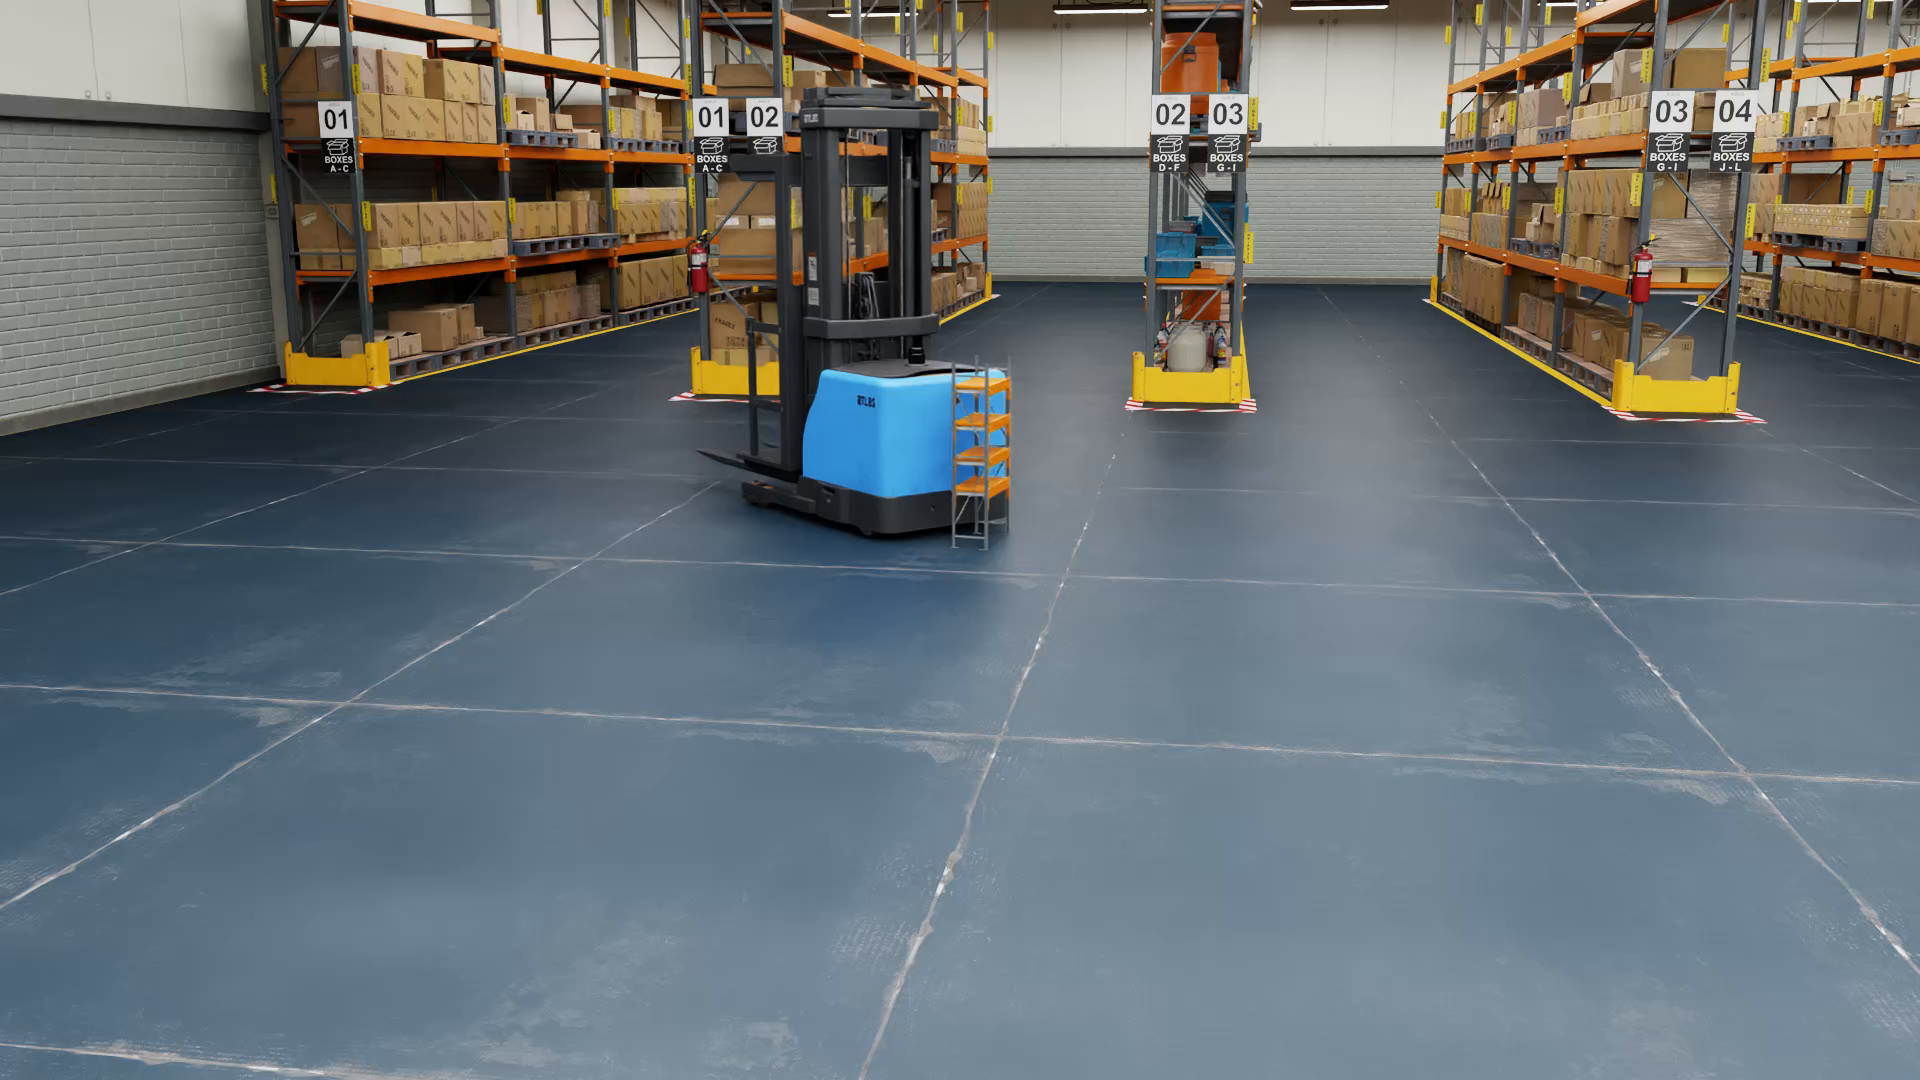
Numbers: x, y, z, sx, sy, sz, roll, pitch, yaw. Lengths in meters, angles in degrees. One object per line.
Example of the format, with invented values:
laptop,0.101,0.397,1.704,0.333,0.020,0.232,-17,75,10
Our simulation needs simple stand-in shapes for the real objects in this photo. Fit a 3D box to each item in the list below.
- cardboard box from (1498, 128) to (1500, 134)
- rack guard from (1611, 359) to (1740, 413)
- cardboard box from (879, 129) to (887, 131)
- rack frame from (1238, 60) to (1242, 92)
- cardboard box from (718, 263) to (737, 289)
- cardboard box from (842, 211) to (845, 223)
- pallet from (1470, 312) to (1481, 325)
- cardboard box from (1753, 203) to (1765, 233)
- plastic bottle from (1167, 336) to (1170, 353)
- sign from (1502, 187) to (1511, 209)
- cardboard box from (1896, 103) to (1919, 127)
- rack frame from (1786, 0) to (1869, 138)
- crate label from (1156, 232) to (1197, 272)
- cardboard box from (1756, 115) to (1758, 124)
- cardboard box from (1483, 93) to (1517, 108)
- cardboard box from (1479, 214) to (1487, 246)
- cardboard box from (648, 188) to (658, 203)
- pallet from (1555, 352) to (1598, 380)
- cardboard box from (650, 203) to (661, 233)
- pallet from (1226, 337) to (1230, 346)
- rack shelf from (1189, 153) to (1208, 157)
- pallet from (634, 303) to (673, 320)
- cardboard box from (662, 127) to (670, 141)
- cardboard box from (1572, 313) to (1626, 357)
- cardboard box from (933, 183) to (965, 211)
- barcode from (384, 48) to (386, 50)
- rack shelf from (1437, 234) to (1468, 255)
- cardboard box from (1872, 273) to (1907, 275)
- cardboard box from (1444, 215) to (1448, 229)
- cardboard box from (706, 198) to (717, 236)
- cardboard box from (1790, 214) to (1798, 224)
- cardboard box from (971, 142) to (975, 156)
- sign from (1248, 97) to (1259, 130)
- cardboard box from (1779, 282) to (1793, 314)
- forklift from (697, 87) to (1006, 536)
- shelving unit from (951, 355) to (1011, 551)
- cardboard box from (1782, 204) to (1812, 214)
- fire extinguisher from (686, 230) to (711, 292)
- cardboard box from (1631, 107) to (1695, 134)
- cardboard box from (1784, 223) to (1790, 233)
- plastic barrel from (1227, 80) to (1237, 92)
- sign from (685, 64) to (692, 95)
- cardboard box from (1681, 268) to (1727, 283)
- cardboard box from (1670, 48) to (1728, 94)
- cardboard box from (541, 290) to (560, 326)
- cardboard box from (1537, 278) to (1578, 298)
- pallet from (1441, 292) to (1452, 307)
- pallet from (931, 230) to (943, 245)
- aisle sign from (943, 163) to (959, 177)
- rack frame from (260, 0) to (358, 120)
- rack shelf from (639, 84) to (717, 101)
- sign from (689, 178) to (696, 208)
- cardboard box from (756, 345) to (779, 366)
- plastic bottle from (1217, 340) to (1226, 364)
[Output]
cardboard box,8.855,-6.543,26.713,0.380,0.149,0.250,1,12,6
rack guard,7.399,-1.595,17.208,1.175,0.500,0.348,2,12,9
cardboard box,-1.347,-6.062,24.241,0.500,0.250,0.500,2,12,8
rack frame,3.108,-6.727,20.848,1.000,3.000,0.127,2,12,9
cardboard box,-4.921,-5.344,33.605,0.700,0.500,0.500,2,12,8
cardboard box,-1.694,-4.152,21.363,0.380,0.149,0.250,2,12,7
pallet,9.188,-3.773,28.000,1.003,0.211,1.213,2,12,9
cardboard box,13.994,-5.530,28.589,0.500,0.500,0.500,2,12,7
plastic bottle,2.513,-2.294,19.920,0.061,0.283,0.133,2,12,9
sign,8.069,-5.050,24.557,0.100,0.325,0.005,2,12,9
cardboard box,13.174,-5.818,22.728,0.500,0.311,0.500,2,12,9
rack frame,14.118,-8.050,26.987,1.000,3.000,0.127,2,12,9
crate label,2.509,-3.371,19.431,0.502,0.435,0.616,2,12,9
cardboard box,14.088,-7.347,29.069,0.380,0.149,0.250,2,12,8
cardboard box,9.384,-7.631,28.910,0.500,0.250,0.500,1,12,5
cardboard box,8.761,-5.052,27.076,0.500,0.500,0.500,2,12,7
cardboard box,-5.514,-5.927,28.607,0.500,0.250,0.500,2,12,7
pallet,7.934,-2.130,20.375,1.003,0.211,1.213,2,12,9
cardboard box,-5.499,-5.566,28.708,0.500,0.500,0.500,2,12,10
pallet,3.191,-2.596,22.538,1.003,0.211,1.213,2,12,9
rack shelf,3.416,-5.325,23.172,1.077,0.370,4.000,2,12,9
pallet,-5.680,-4.000,29.052,1.003,0.211,1.213,2,12,9
cardboard box,-5.577,-7.578,31.038,0.500,0.250,0.500,2,12,9
cardboard box,7.901,-2.535,20.574,0.500,0.500,0.500,1,12,7
cardboard box,-0.205,-6.248,30.253,0.500,0.500,0.500,2,12,10
barcode,-7.320,-6.235,21.175,0.001,0.075,0.075,2,12,9
rack shelf,9.540,-5.364,30.470,1.077,0.370,4.000,2,12,9
cardboard box,13.926,-3.876,25.015,0.500,0.250,0.500,2,12,8
cardboard box,9.434,-6.004,31.385,0.500,0.250,0.500,2,12,8
cardboard box,-5.233,-6.192,31.891,0.980,0.700,0.700,2,12,7
cardboard box,13.486,-5.116,26.508,0.380,0.149,0.250,1,12,6
cardboard box,-0.003,-7.419,31.537,0.500,0.250,0.500,2,12,9
sign,3.036,-4.414,17.212,0.100,0.325,0.005,2,12,9
cardboard box,13.742,-3.956,27.165,0.500,0.500,0.500,2,12,11
forklift,-0.946,-1.717,12.003,1.130,2.935,3.031,-9,15,-35
shelving unit,0.140,-0.573,10.802,0.258,1.200,0.503,4,13,18
cardboard box,13.566,-5.365,26.957,0.380,0.149,0.250,2,12,10
fire extinguisher,-2.878,-3.076,18.328,0.296,0.674,0.183,2,12,9
cardboard box,7.210,-4.303,17.075,0.500,0.250,0.500,2,12,10
cardboard box,13.524,-5.023,26.781,0.380,0.149,0.250,2,12,9
plastic barrel,4.227,-7.016,27.123,0.600,0.901,0.708,2,12,9
sign,-2.935,-5.004,18.059,0.100,0.325,0.005,2,12,9
cardboard box,7.667,-2.730,17.138,0.380,0.149,0.250,2,12,9
cardboard box,7.882,-5.007,17.855,0.500,0.500,0.500,2,12,8
cardboard box,-6.436,-3.476,24.893,0.700,0.500,0.500,2,12,9
cardboard box,8.473,-3.575,23.572,0.500,0.250,0.500,3,13,15
pallet,9.802,-4.600,31.836,1.003,0.211,1.213,2,12,9
pallet,-0.876,-5.100,27.991,1.003,0.211,1.213,2,12,9
aisle sign,-0.220,-7.748,33.656,0.394,0.787,0.004,2,12,9
rack frame,-7.296,-6.215,18.474,1.000,3.000,0.127,2,12,9
rack shelf,-5.143,-8.583,32.115,1.077,0.370,4.000,2,12,9
sign,-2.935,-3.825,18.313,0.100,0.325,0.005,2,12,9
cardboard box,-2.098,-2.089,19.095,0.500,0.250,0.500,2,12,9
plastic bottle,3.080,-2.210,19.562,0.097,0.271,0.097,0,12,0
